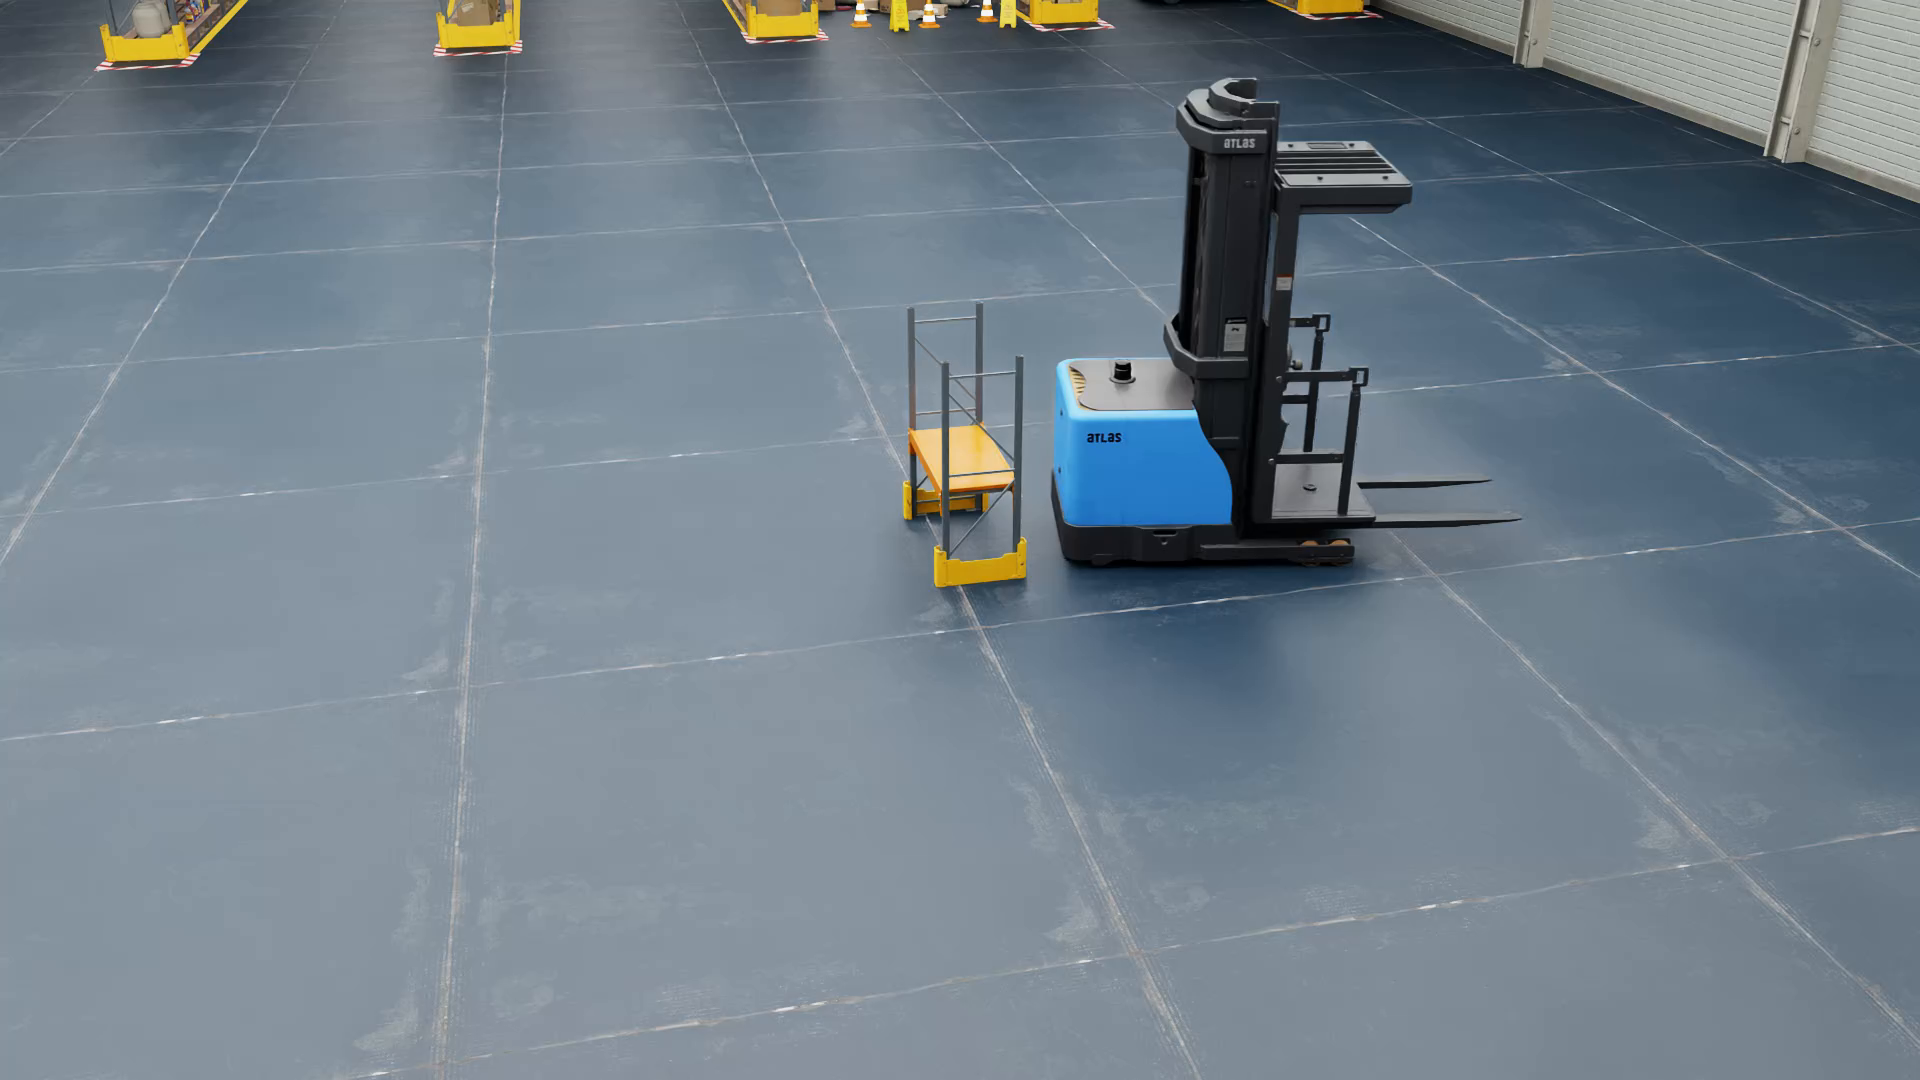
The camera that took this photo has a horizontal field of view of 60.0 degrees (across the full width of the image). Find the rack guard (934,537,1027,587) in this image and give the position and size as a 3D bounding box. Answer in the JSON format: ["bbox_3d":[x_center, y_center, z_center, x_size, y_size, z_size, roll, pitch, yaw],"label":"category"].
[{"bbox_3d":[0.129,0.141,10.541,0.587,0.250,0.087,-6,27,-12],"label":"rack guard"}]

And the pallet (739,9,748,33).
[{"bbox_3d":[-3.226,-8.928,28.551,1.003,0.211,1.213,-6,27,-12],"label":"pallet"}]

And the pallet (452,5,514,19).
[{"bbox_3d":[-8.262,-9.054,28.800,1.003,0.211,1.213,-6,27,-12],"label":"pallet"}]

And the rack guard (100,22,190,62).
[{"bbox_3d":[-12.713,-7.780,25.956,1.175,0.500,0.348,-6,27,-12],"label":"rack guard"}]

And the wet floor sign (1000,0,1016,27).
[{"bbox_3d":[0.831,-9.134,28.476,0.267,0.644,0.232,3,27,6],"label":"wet floor sign"}]

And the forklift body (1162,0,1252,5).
[{"bbox_3d":[4.461,-11.151,30.802,2.313,2.155,1.214,-6,27,-12],"label":"forklift body"}]

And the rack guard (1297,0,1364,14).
[{"bbox_3d":[6.671,-9.756,29.871,1.175,0.500,0.348,-6,27,-12],"label":"rack guard"}]

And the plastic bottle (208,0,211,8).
[{"bbox_3d":[-13.122,-9.430,28.976,0.061,0.283,0.133,-5,27,-9],"label":"plastic bottle"}]

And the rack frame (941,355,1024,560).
[{"bbox_3d":[0.134,-0.409,10.242,0.500,1.500,0.032,-6,27,-12],"label":"rack frame"}]

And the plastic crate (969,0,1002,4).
[{"bbox_3d":[0.484,-10.057,30.933,0.402,0.080,0.583,-16,31,-29],"label":"plastic crate"}]

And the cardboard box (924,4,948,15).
[{"bbox_3d":[-0.433,-9.474,29.702,0.380,0.149,0.250,8,28,15],"label":"cardboard box"}]

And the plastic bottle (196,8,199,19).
[{"bbox_3d":[-12.877,-8.880,27.978,0.097,0.201,0.097,0,27,0],"label":"plastic bottle"}]

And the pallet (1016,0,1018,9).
[{"bbox_3d":[1.394,-10.060,30.793,1.003,0.211,1.213,-6,27,-12],"label":"pallet"}]

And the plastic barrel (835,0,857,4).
[{"bbox_3d":[-2.120,-10.093,30.624,0.512,0.421,0.421,13,30,24],"label":"plastic barrel"}]

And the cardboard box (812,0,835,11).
[{"bbox_3d":[-2.521,-9.894,30.141,0.500,0.500,0.500,-1,27,-3],"label":"cardboard box"}]

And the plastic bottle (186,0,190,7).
[{"bbox_3d":[-13.080,-9.045,28.214,0.061,0.283,0.133,-6,27,-12],"label":"plastic bottle"}]

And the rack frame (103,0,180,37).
[{"bbox_3d":[-12.650,-8.868,25.336,1.000,3.000,0.127,-6,27,-12],"label":"rack frame"}]

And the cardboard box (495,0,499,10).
[{"bbox_3d":[-8.322,-9.503,28.904,0.500,0.500,0.500,-8,28,-16],"label":"cardboard box"}]

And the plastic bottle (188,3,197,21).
[{"bbox_3d":[-12.832,-8.824,27.790,0.097,0.271,0.097,0,27,0],"label":"plastic bottle"}]

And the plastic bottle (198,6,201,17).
[{"bbox_3d":[-12.923,-8.970,28.157,0.097,0.201,0.097,0,27,0],"label":"plastic bottle"}]

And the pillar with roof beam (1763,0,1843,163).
[{"bbox_3d":[5.897,-8.253,17.460,9.100,9.000,0.400,-6,27,-12],"label":"pillar with roof beam"}]

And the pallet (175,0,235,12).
[{"bbox_3d":[-13.766,-9.719,30.119,1.003,0.211,1.213,-6,27,-12],"label":"pallet"}]

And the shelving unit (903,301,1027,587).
[{"bbox_3d":[0.017,-0.636,10.692,0.587,1.500,1.083,-6,27,-12],"label":"shelving unit"}]

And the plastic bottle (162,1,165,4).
[{"bbox_3d":[-13.497,-8.964,28.062,0.152,0.276,0.135,-6,27,-12],"label":"plastic bottle"}]

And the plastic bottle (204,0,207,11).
[{"bbox_3d":[-13.082,-9.300,28.644,0.144,0.351,0.185,-7,28,-14],"label":"plastic bottle"}]

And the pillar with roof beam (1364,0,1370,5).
[{"bbox_3d":[3.193,-13.521,27.897,9.100,9.000,0.400,-6,27,-12],"label":"pillar with roof beam"}]

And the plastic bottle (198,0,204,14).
[{"bbox_3d":[-13.009,-9.158,28.363,0.144,0.351,0.185,-6,27,-12],"label":"plastic bottle"}]

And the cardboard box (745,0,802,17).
[{"bbox_3d":[-3.186,-9.360,28.203,0.875,0.875,0.875,-6,27,-11],"label":"cardboard box"}]

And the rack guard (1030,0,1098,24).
[{"bbox_3d":[1.814,-9.294,28.956,1.175,0.500,0.348,-6,27,-12],"label":"rack guard"}]

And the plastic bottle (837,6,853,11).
[{"bbox_3d":[-2.078,-9.628,30.104,0.283,0.061,0.133,-16,31,-29],"label":"plastic bottle"}]

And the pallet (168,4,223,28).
[{"bbox_3d":[-13.441,-9.080,28.851,1.003,0.211,1.213,-6,27,-12],"label":"pallet"}]

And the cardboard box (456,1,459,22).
[{"bbox_3d":[-8.117,-8.977,27.861,0.500,0.500,0.500,1,27,2],"label":"cardboard box"}]

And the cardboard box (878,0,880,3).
[{"bbox_3d":[-1.251,-10.247,30.688,0.797,0.637,0.503,-6,27,-12],"label":"cardboard box"}]

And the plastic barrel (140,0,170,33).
[{"bbox_3d":[-12.986,-8.446,26.795,0.421,0.512,0.421,0,27,0],"label":"plastic barrel"}]

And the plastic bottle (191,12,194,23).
[{"bbox_3d":[-12.778,-8.688,27.597,0.097,0.201,0.097,0,27,0],"label":"plastic bottle"}]

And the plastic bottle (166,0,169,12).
[{"bbox_3d":[-13.633,-9.256,28.556,0.144,0.351,0.185,-6,27,-12],"label":"plastic bottle"}]

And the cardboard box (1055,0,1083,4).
[{"bbox_3d":[1.918,-9.719,29.609,0.500,0.250,0.500,-6,27,-12],"label":"cardboard box"}]

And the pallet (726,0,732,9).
[{"bbox_3d":[-3.775,-9.999,30.673,1.003,0.211,1.213,-6,27,-12],"label":"pallet"}]

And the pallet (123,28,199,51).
[{"bbox_3d":[-12.891,-8.008,26.729,1.003,0.211,1.213,-6,27,-12],"label":"pallet"}]

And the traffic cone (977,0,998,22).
[{"bbox_3d":[0.477,-9.302,29.012,0.336,0.463,0.334,-6,27,-12],"label":"traffic cone"}]

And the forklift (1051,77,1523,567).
[{"bbox_3d":[2.159,-1.374,10.565,3.031,2.935,1.130,-1,27,-2],"label":"forklift"}]
